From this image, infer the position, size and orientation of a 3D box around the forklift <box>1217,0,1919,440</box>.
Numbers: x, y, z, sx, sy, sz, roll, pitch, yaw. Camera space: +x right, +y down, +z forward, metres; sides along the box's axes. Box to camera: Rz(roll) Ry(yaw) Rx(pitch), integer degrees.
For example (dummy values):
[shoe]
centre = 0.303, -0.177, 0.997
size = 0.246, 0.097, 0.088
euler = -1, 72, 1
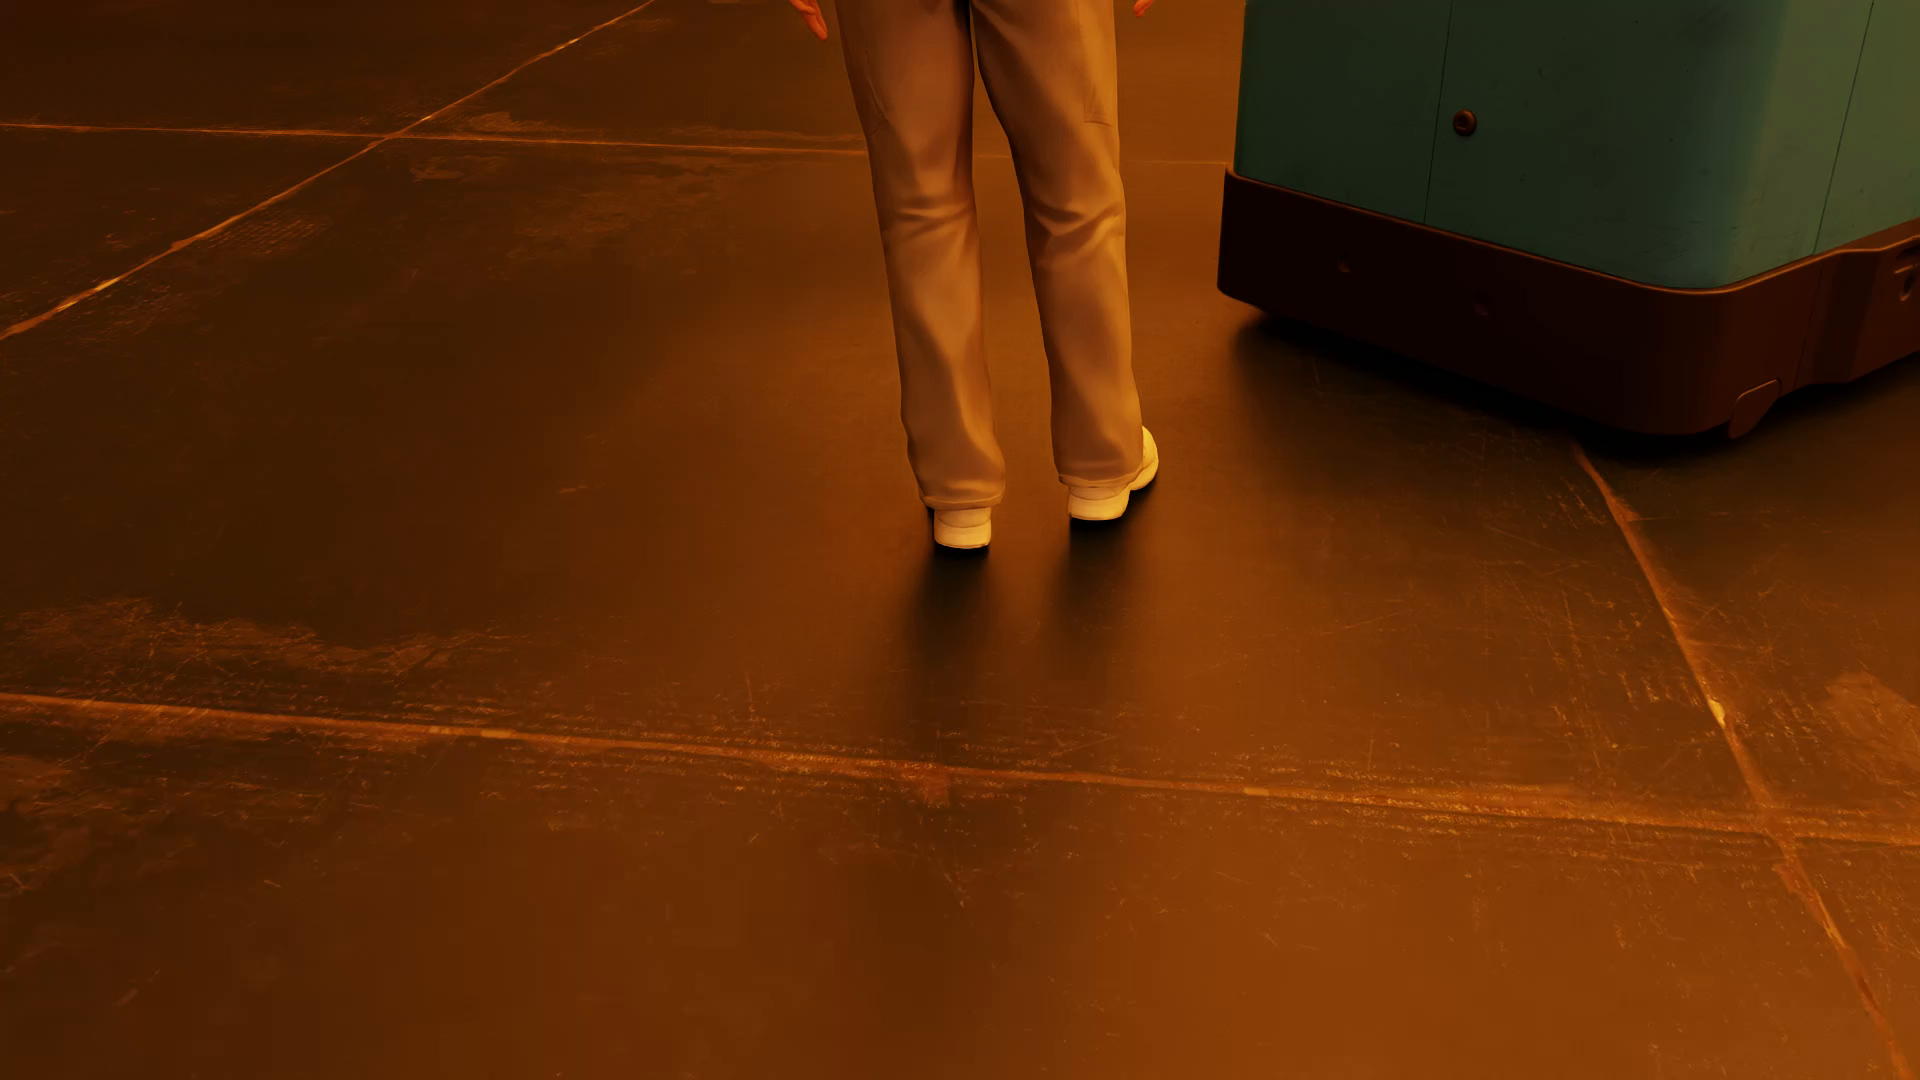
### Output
[forklift]
centre = 1.991, -1.997, 3.219
size = 3.031, 2.935, 1.130
euler = -19, 32, -34

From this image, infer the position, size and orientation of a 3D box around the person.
[person]
centre = 0.024, -0.788, 2.187
size = 0.549, 1.674, 0.548
euler = 3, 27, 7
